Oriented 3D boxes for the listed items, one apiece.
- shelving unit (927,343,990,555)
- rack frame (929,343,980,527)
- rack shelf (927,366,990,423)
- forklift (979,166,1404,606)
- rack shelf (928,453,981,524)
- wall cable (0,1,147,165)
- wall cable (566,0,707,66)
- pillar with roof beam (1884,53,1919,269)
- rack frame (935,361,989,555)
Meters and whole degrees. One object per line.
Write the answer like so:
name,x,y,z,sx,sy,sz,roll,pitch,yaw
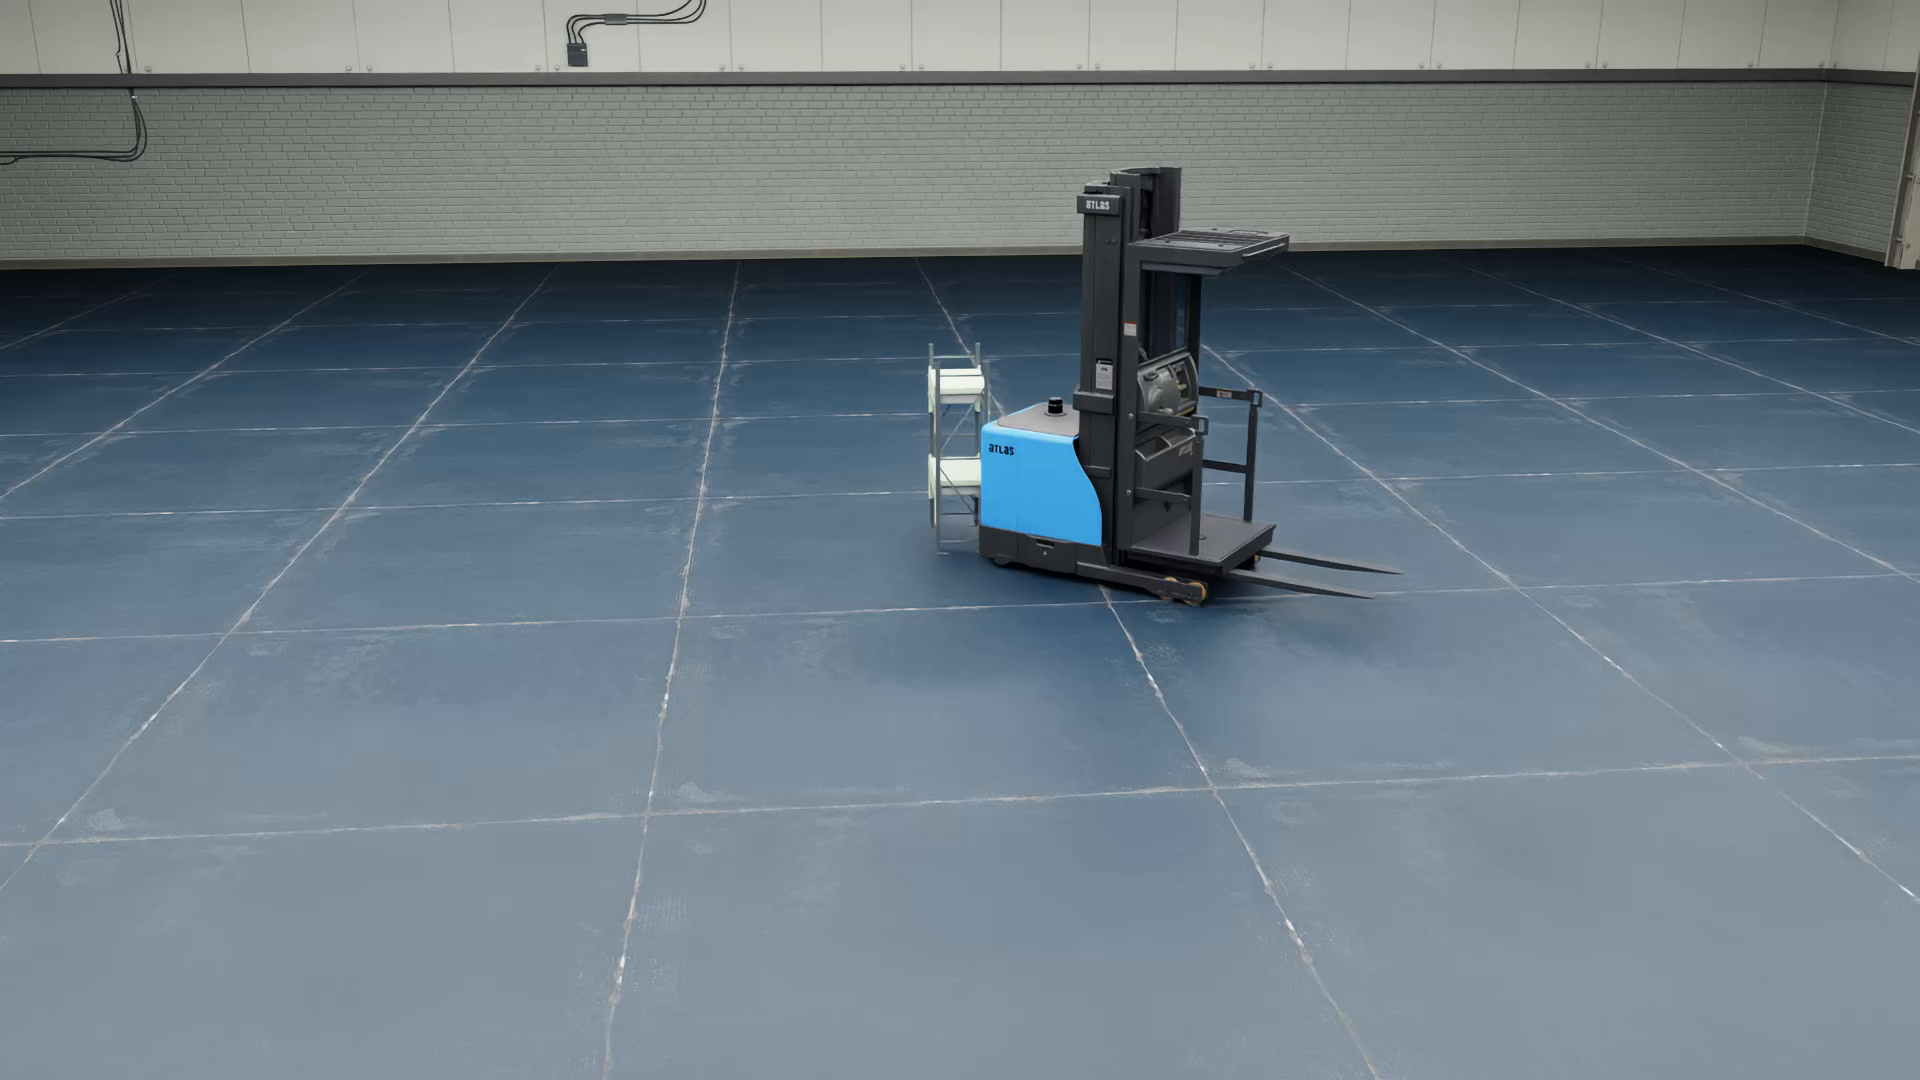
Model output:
shelving unit,-0.015,-0.721,12.970,0.431,1.500,0.755,-1,17,-4
rack frame,-0.045,-0.830,13.318,0.400,1.500,0.023,-1,17,-4
rack shelf,-0.015,-1.093,12.853,0.431,0.370,0.720,-1,17,-4
forklift,1.669,-1.117,11.843,3.031,2.935,1.130,10,20,30
rack shelf,-0.015,-0.410,13.067,0.431,0.370,0.720,-1,17,-4
wall cable,-14.717,-7.285,26.541,3.097,2.526,0.112,-2,18,-6
wall cable,-5.273,-10.677,26.485,2.305,6.003,0.169,-2,18,-6
pillar with roof beam,11.322,-8.688,25.826,9.100,9.000,0.400,-2,18,-6
rack frame,0.015,-0.612,12.622,0.400,1.500,0.023,-1,17,-4
